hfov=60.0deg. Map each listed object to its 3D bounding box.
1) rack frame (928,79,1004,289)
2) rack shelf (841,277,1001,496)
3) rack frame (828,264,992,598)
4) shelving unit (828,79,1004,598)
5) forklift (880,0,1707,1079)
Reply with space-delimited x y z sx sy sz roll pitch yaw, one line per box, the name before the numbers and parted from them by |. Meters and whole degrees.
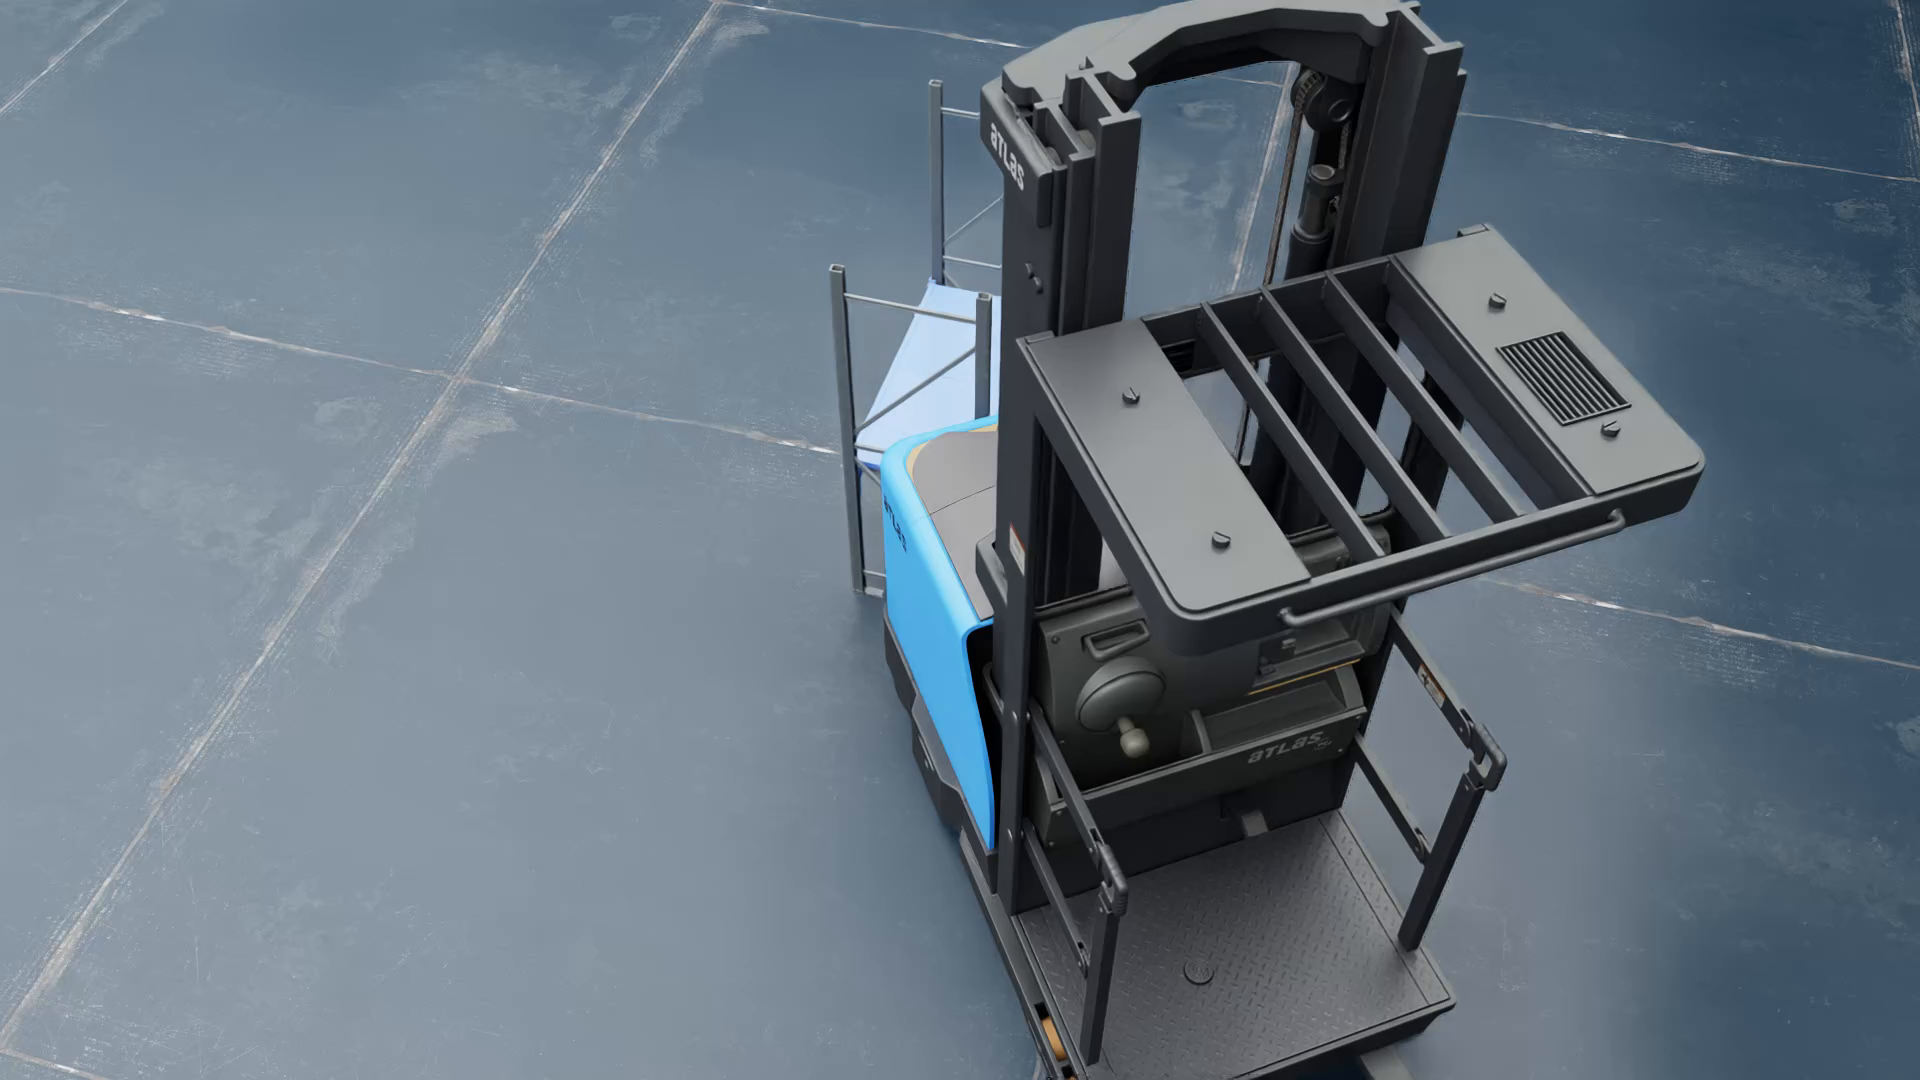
rack frame | 0.137 -0.998 6.131 0.500 1.500 0.032 12 50 11
rack shelf | -0.006 -0.514 5.943 0.538 0.185 1.000 12 50 11
rack frame | -0.149 -0.267 5.485 0.500 1.500 0.032 12 50 11
shelving unit | -0.006 -0.633 5.808 0.538 1.500 1.048 12 50 11
forklift | 0.723 0.359 3.978 1.130 2.935 3.031 -15 50 -13
